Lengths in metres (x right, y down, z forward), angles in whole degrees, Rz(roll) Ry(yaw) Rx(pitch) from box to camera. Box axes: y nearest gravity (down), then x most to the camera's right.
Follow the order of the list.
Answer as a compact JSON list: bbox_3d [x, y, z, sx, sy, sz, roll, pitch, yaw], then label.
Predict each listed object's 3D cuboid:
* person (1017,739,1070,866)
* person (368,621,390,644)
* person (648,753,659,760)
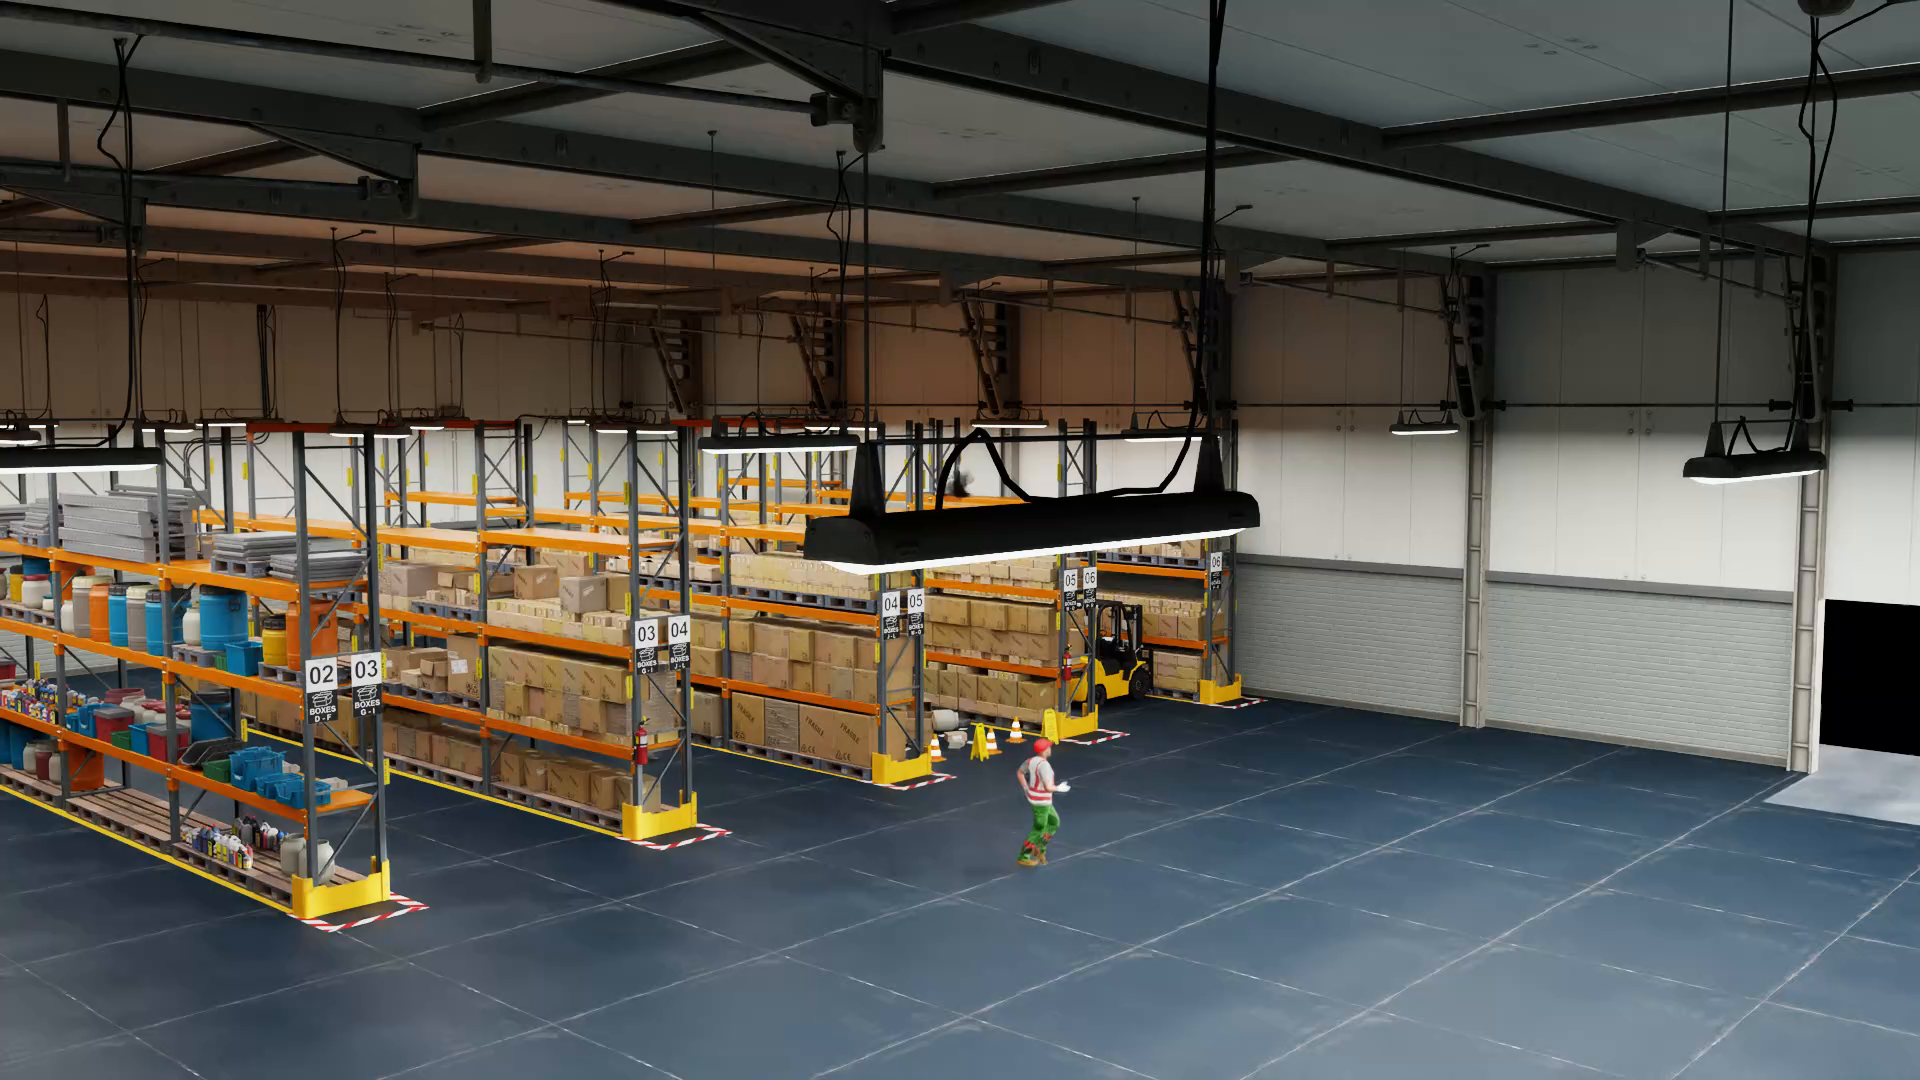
[{"bbox_3d":[1.131,3.595,22.686,0.715,1.794,0.640,-1,5,-11],"label":"person"},{"bbox_3d":[-12.693,2.491,36.147,0.879,1.658,0.596,3,6,34],"label":"person"},{"bbox_3d":[-5.743,3.025,29.676,0.878,1.772,0.656,2,5,26],"label":"person"}]
